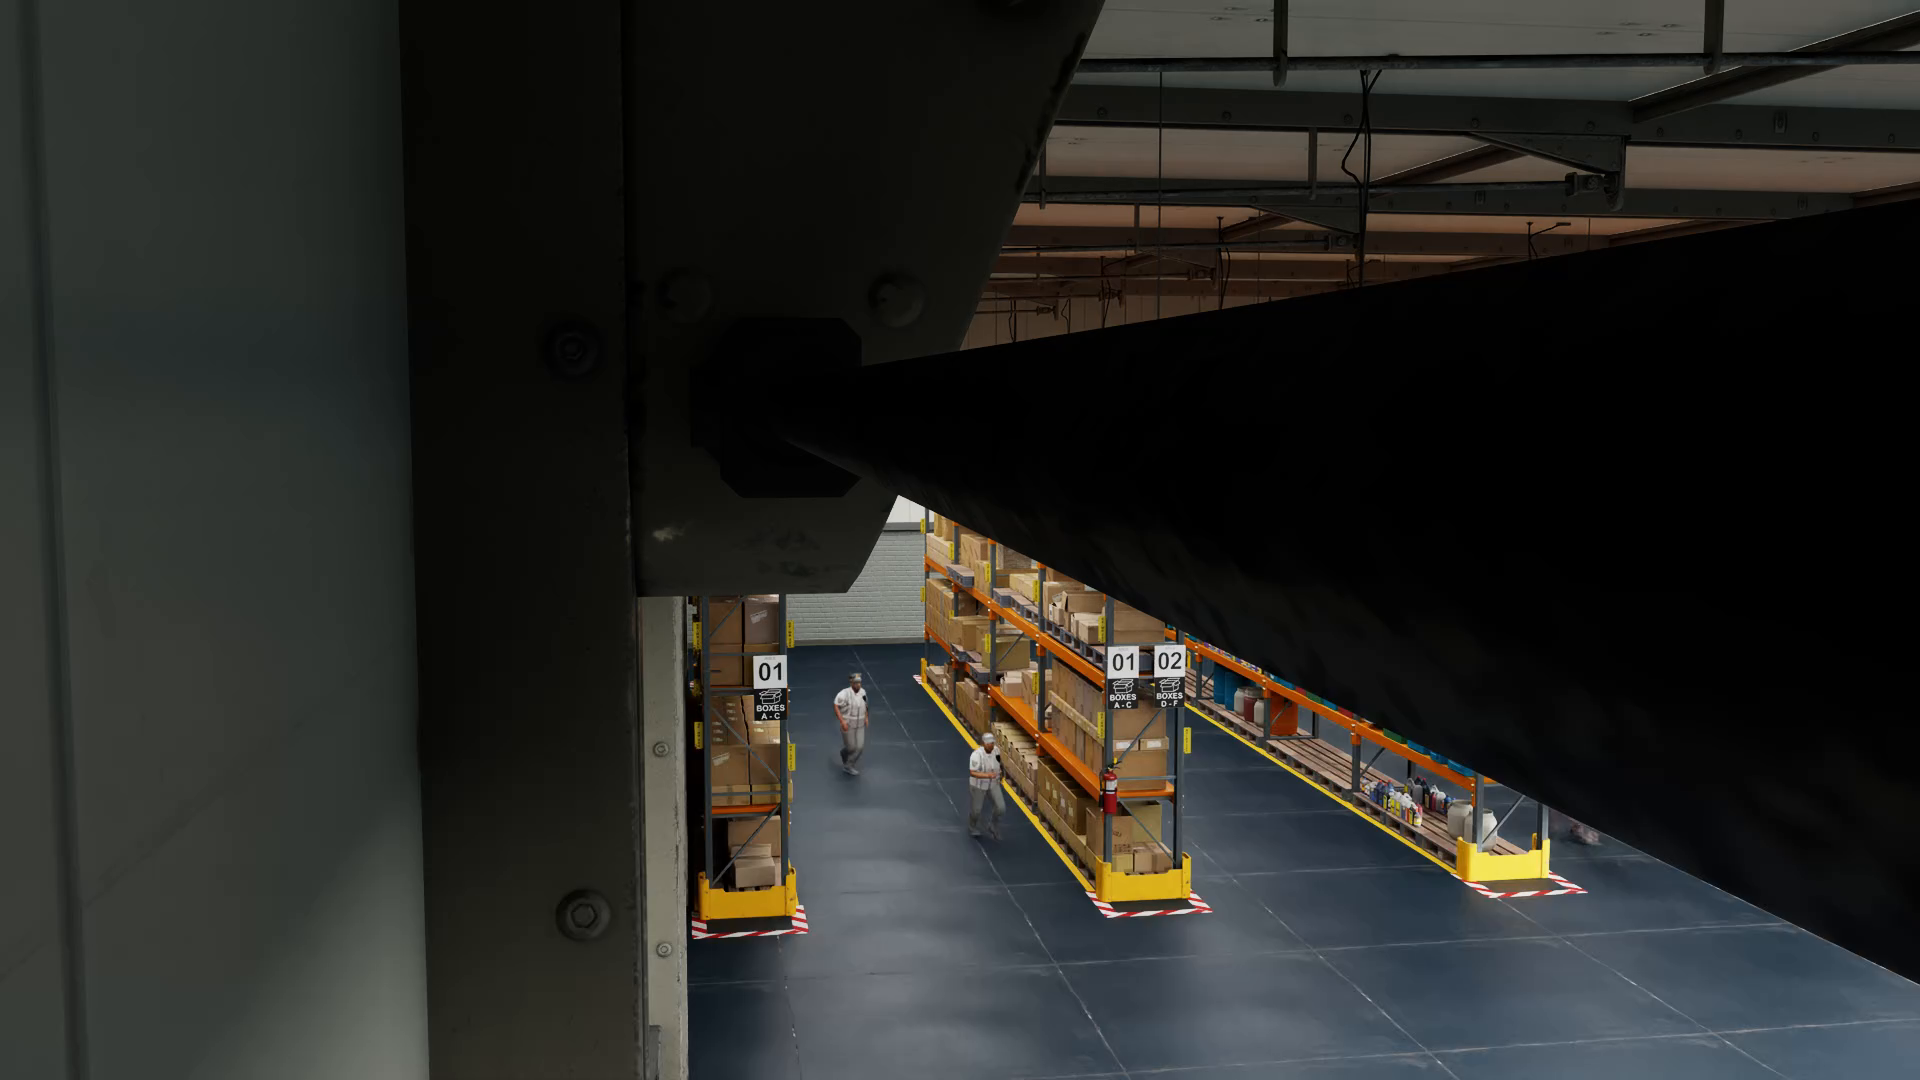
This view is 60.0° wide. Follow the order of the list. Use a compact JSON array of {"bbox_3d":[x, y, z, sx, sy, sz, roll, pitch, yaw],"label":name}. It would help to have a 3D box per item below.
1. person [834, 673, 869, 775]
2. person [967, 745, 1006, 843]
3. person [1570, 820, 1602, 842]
[{"bbox_3d":[-1.825,3.045,27.731,0.661,1.718,0.572,-3,6,-31],"label":"person"},{"bbox_3d":[0.309,3.568,23.536,0.545,1.421,0.750,-2,5,-22],"label":"person"},{"bbox_3d":[8.914,3.436,23.180,0.728,1.571,0.614,2,5,19],"label":"person"}]
